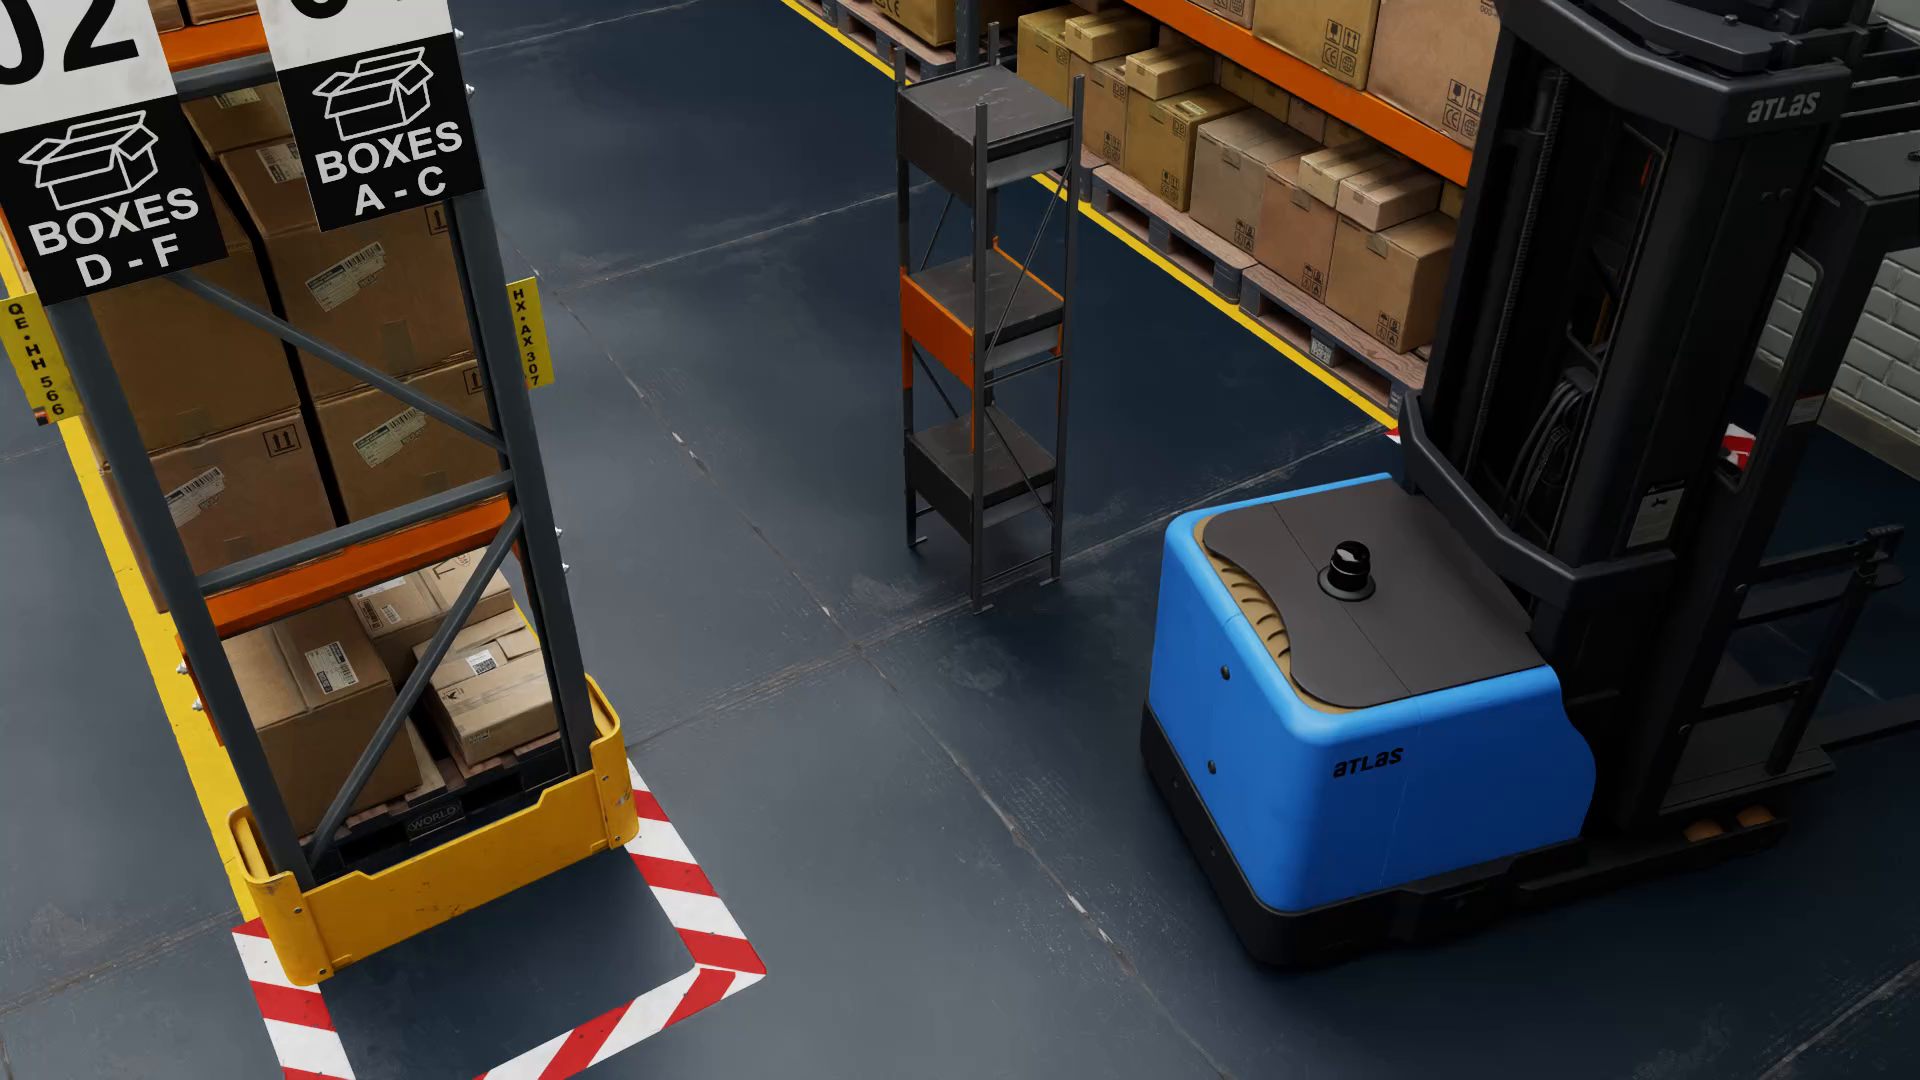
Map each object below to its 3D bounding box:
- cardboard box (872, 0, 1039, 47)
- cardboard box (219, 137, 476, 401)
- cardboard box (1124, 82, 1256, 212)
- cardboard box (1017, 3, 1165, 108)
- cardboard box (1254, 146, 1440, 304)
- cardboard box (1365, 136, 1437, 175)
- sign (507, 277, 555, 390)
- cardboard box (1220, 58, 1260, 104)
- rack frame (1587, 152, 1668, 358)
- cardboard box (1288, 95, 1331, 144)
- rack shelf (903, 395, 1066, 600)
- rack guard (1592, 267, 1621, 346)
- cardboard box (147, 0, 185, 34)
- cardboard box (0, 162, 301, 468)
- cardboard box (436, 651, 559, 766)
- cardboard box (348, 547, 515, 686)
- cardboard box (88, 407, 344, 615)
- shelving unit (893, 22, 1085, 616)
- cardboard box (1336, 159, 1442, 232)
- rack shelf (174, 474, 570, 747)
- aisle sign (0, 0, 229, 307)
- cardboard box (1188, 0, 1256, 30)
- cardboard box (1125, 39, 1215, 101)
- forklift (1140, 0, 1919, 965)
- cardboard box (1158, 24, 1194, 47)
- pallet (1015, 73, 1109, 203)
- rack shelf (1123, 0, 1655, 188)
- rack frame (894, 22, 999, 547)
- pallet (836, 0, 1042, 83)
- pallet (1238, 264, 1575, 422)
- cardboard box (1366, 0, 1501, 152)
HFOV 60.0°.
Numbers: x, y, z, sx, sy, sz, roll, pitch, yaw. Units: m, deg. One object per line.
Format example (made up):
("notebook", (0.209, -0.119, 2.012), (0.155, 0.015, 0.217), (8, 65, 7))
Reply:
("cardboard box", (-0.032, -3.526, 9.989), (0.750, 0.750, 0.750), (-22, 44, -24))
("cardboard box", (-1.613, -0.771, 4.473), (0.500, 0.500, 0.500), (-21, 44, -23))
("cardboard box", (1.285, -2.096, 8.547), (0.700, 0.500, 0.500), (-21, 44, -23))
("cardboard box", (0.743, -2.646, 9.207), (0.700, 0.500, 0.500), (-22, 44, -24))
("cardboard box", (1.849, -1.539, 7.879), (0.700, 0.500, 0.500), (-22, 45, -25))
("cardboard box", (2.080, -1.793, 7.677), (0.380, 0.149, 0.250), (-22, 45, -24))
("sign", (-1.139, -0.537, 4.375), (0.100, 0.325, 0.005), (-22, 45, -24))
("cardboard box", (1.535, -2.340, 8.333), (0.380, 0.149, 0.250), (-23, 45, -25))
("rack frame", (2.578, -1.725, 6.477), (1.000, 3.000, 0.127), (-22, 45, -24))
("cardboard box", (1.809, -2.065, 8.003), (0.380, 0.149, 0.250), (-22, 44, -24))
("rack shelf", (0.089, -0.169, 6.427), (0.431, 0.518, 0.480), (-22, 45, -24))
("rack guard", (2.591, -0.752, 7.262), (1.175, 0.500, 0.348), (-22, 45, -24))
("cardboard box", (-2.095, -1.299, 3.740), (0.500, 0.250, 0.500), (-22, 45, -24))
("cardboard box", (-2.067, -0.586, 4.251), (0.500, 0.500, 0.500), (-23, 45, -25))
("cardboard box", (-1.532, 0.564, 5.613), (0.380, 0.149, 0.250), (-22, 45, -24))
("cardboard box", (-1.918, 0.208, 5.961), (0.500, 0.250, 0.500), (-22, 45, -24))
("cardboard box", (-2.067, -0.204, 4.574), (0.500, 0.500, 0.500), (-21, 44, -23))
("shelving unit", (0.089, -0.717, 5.971), (0.431, 2.100, 0.503), (-22, 45, -24))
("cardboard box", (1.895, -1.525, 7.355), (0.380, 0.149, 0.250), (-23, 45, -25))
("rack shelf", (-2.672, -0.821, 5.954), (1.077, 0.370, 4.000), (-22, 45, -24))
("aisle sign", (-1.818, -0.874, 3.425), (0.394, 0.787, 0.004), (-22, 45, -24))
("cardboard box", (1.493, -2.916, 7.671), (0.980, 0.700, 0.700), (-24, 46, -26))
("cardboard box", (1.054, -2.366, 8.364), (0.380, 0.149, 0.250), (-23, 45, -26))
("forklift", (2.199, -0.364, 4.897), (3.031, 2.935, 1.130), (-11, 41, -13))
("cardboard box", (1.260, -2.616, 8.664), (0.380, 0.149, 0.250), (-24, 45, -26))
("pallet", (0.770, -2.375, 9.436), (1.003, 0.211, 1.213), (-22, 45, -24))
("rack shelf", (1.503, -2.528, 8.003), (1.077, 0.370, 4.000), (-22, 45, -24))
("rack frame", (-0.042, -0.849, 6.129), (0.400, 2.100, 0.015), (-22, 45, -24))
("pallet", (-0.051, -3.203, 10.429), (1.003, 0.211, 1.213), (-22, 45, -24))
("pallet", (2.082, -1.058, 7.855), (1.003, 0.211, 1.213), (-22, 45, -24))
("cardboard box", (2.296, -2.112, 6.707), (0.980, 0.700, 0.700), (-20, 44, -23))
